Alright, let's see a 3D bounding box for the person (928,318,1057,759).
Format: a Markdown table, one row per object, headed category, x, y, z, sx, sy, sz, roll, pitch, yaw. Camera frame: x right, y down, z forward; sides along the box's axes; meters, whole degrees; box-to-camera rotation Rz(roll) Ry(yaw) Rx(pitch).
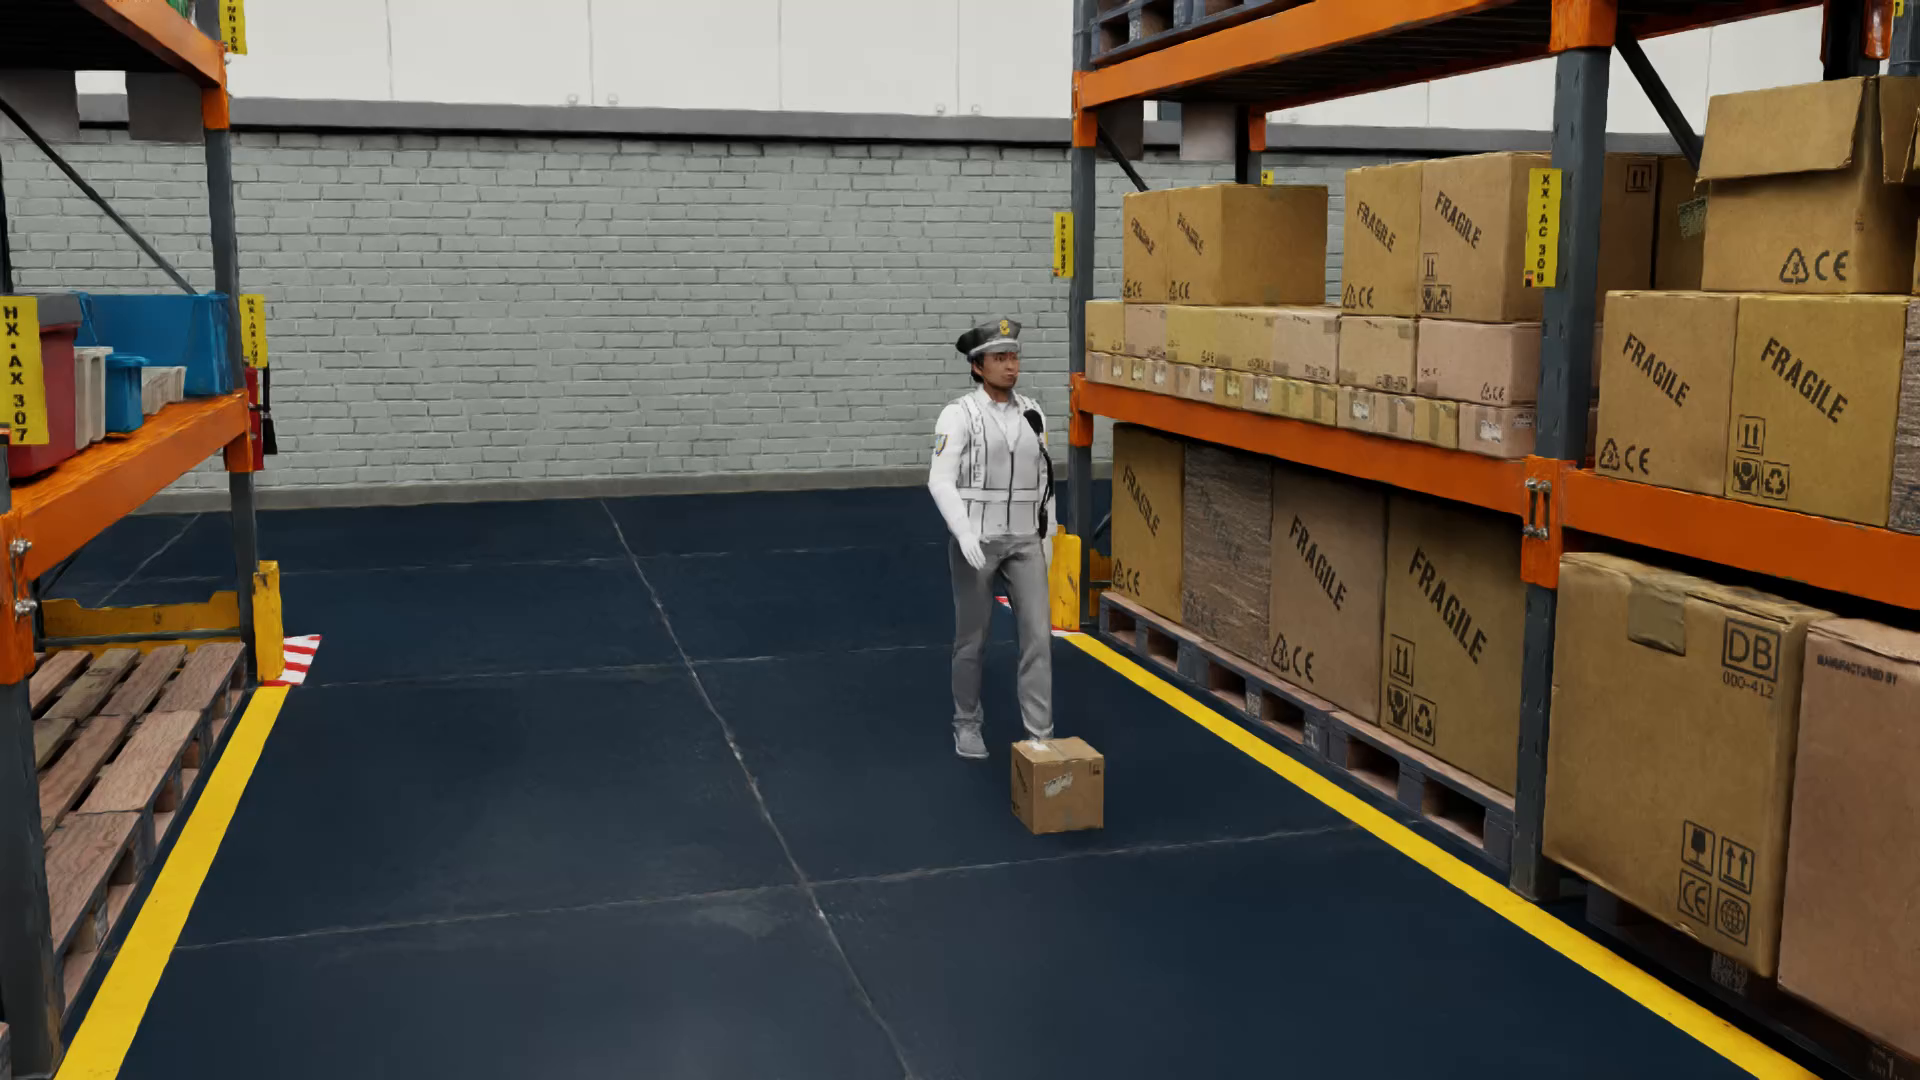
| category | x | y | z | sx | sy | sz | roll | pitch | yaw |
| --- | --- | --- | --- | --- | --- | --- | --- | --- | --- |
| person | 0.182 | 0.038 | 6.195 | 0.561 | 1.712 | 0.688 | -4 | 10 | -21 |
